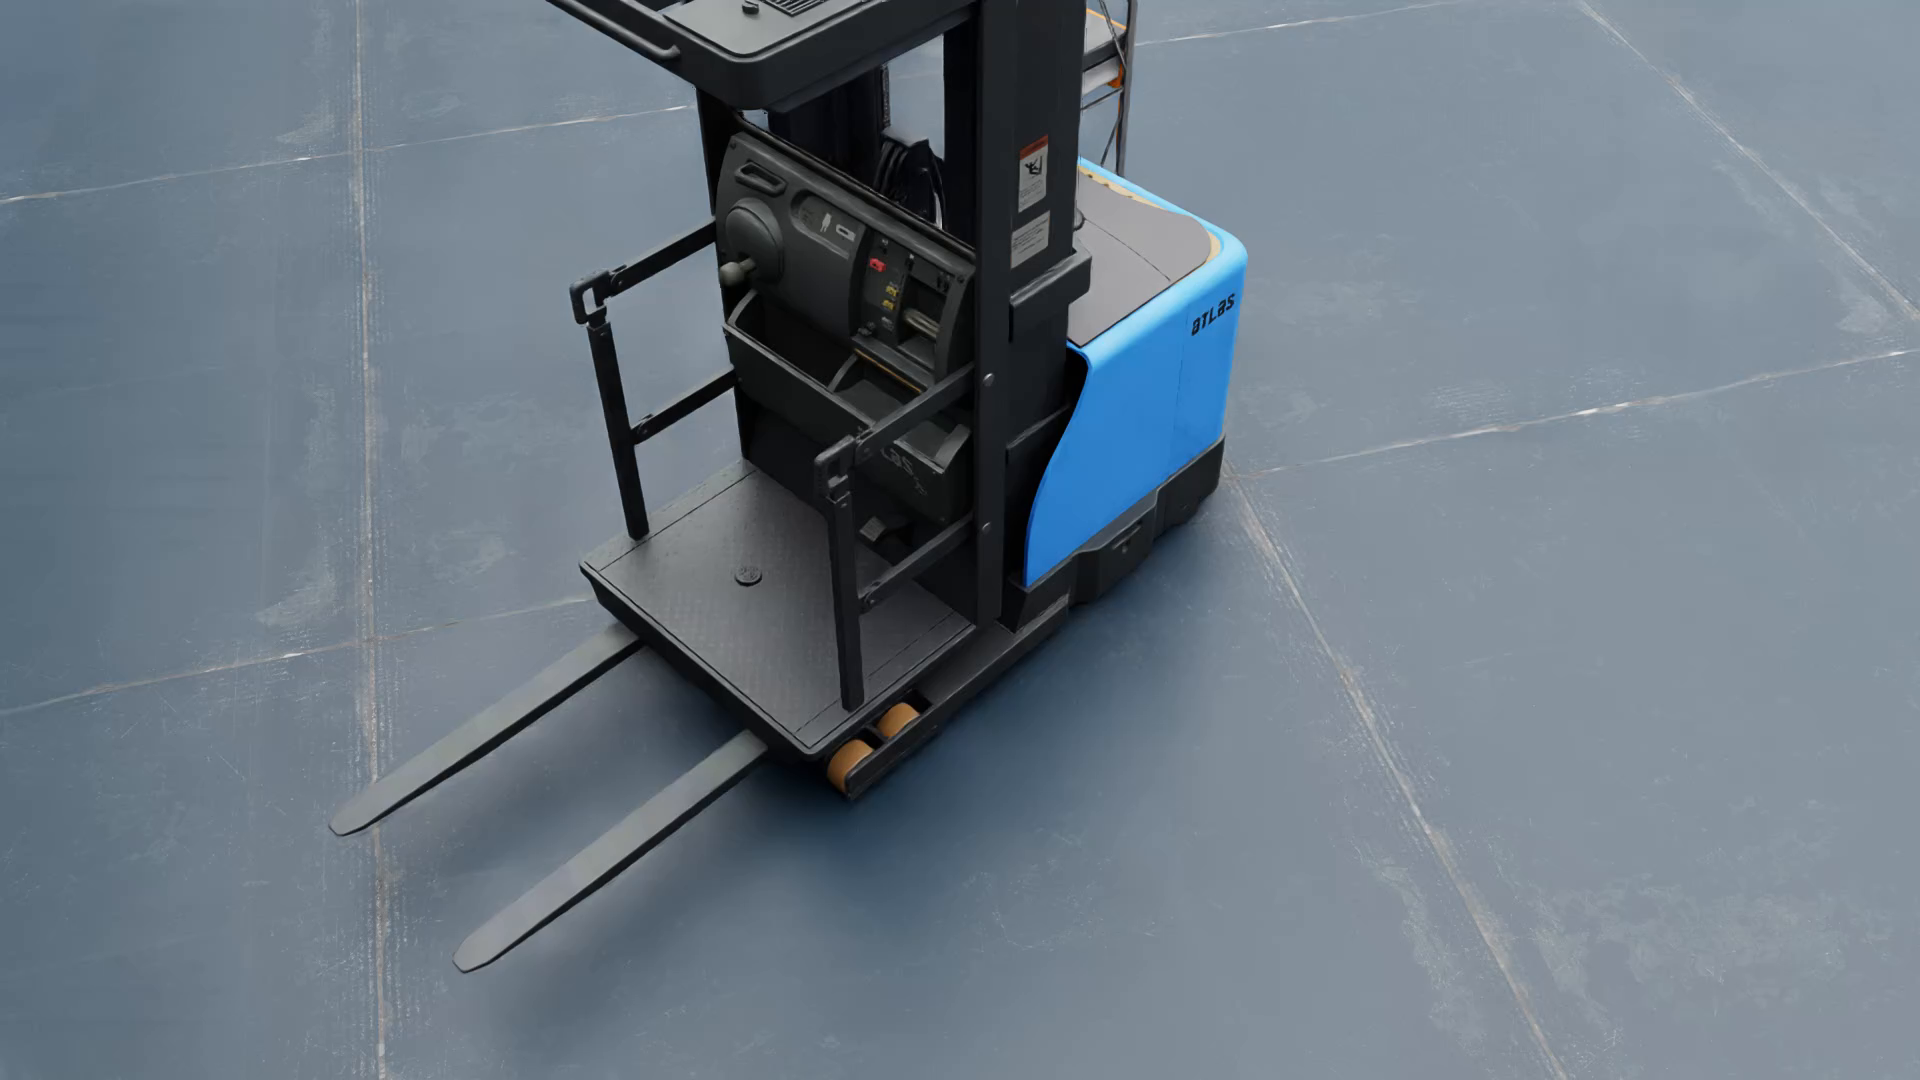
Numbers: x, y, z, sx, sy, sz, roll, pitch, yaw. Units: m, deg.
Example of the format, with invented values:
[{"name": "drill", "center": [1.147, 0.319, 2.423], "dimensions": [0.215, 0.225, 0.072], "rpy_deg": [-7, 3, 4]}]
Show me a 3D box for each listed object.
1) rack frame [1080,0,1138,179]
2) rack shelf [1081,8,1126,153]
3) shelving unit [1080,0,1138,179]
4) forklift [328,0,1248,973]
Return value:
[{"name": "rack frame", "center": [0.452, -1.498, 5.748], "dimensions": [0.400, 2.100, 0.015], "rpy_deg": [-34, 55, -29]}, {"name": "rack shelf", "center": [0.283, -1.614, 5.881], "dimensions": [0.431, 0.518, 0.480], "rpy_deg": [-34, 55, -29]}, {"name": "shelving unit", "center": [0.283, -1.624, 5.871], "dimensions": [0.431, 2.100, 0.503], "rpy_deg": [-34, 55, -29]}, {"name": "forklift", "center": [-0.477, -0.681, 4.366], "dimensions": [1.130, 2.935, 3.031], "rpy_deg": [35, 55, 29]}]
